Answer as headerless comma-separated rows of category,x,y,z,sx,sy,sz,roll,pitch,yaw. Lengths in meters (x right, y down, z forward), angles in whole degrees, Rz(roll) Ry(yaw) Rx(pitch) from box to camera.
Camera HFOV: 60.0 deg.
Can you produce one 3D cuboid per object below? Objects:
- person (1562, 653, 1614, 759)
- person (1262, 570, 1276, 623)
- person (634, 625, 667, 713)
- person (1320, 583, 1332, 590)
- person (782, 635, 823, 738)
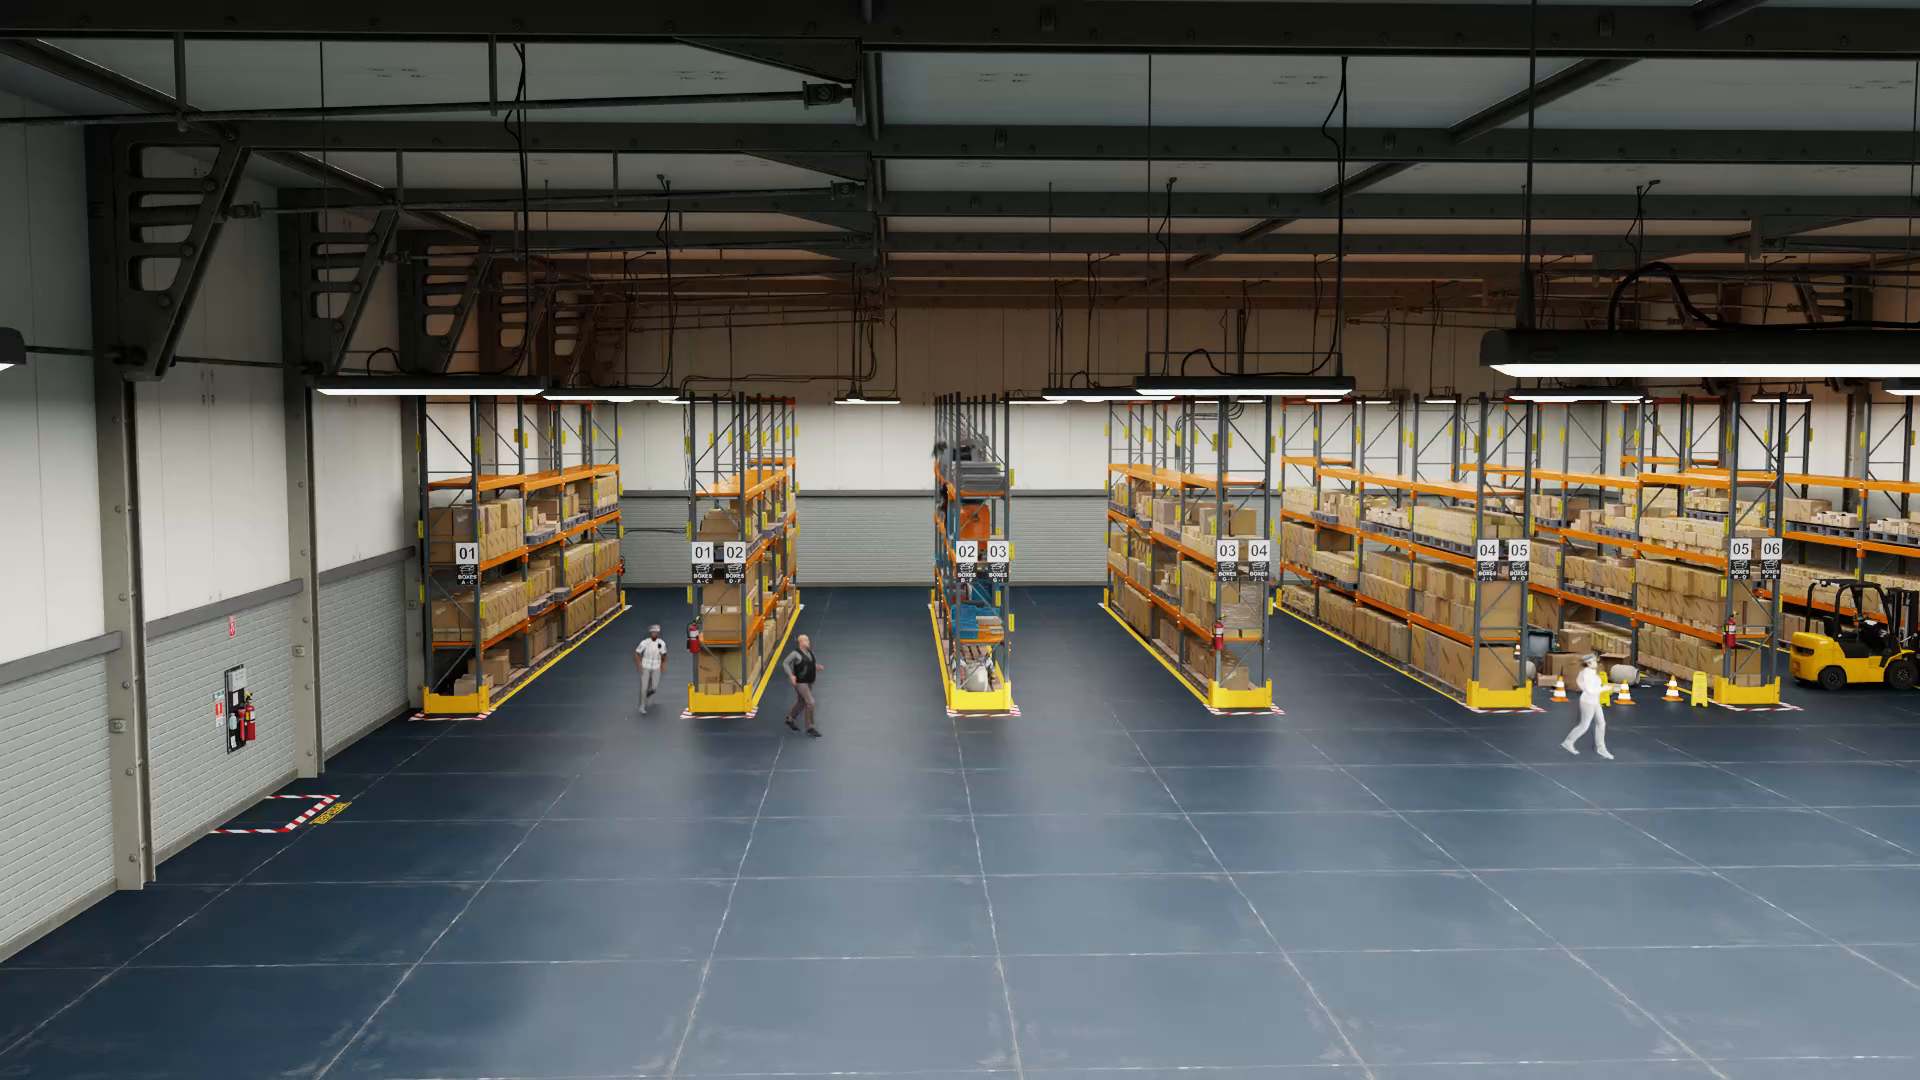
person,10.251,2.691,27.097,0.785,1.730,0.600,3,5,30
person,8.131,1.379,44.368,0.602,1.631,0.686,0,5,5
person,-5.807,2.416,31.296,0.625,1.646,0.499,-2,5,-19
person,10.687,0.984,48.641,0.746,1.692,0.559,-3,6,-37
person,-2.735,2.527,28.986,0.828,1.763,0.636,2,5,25
